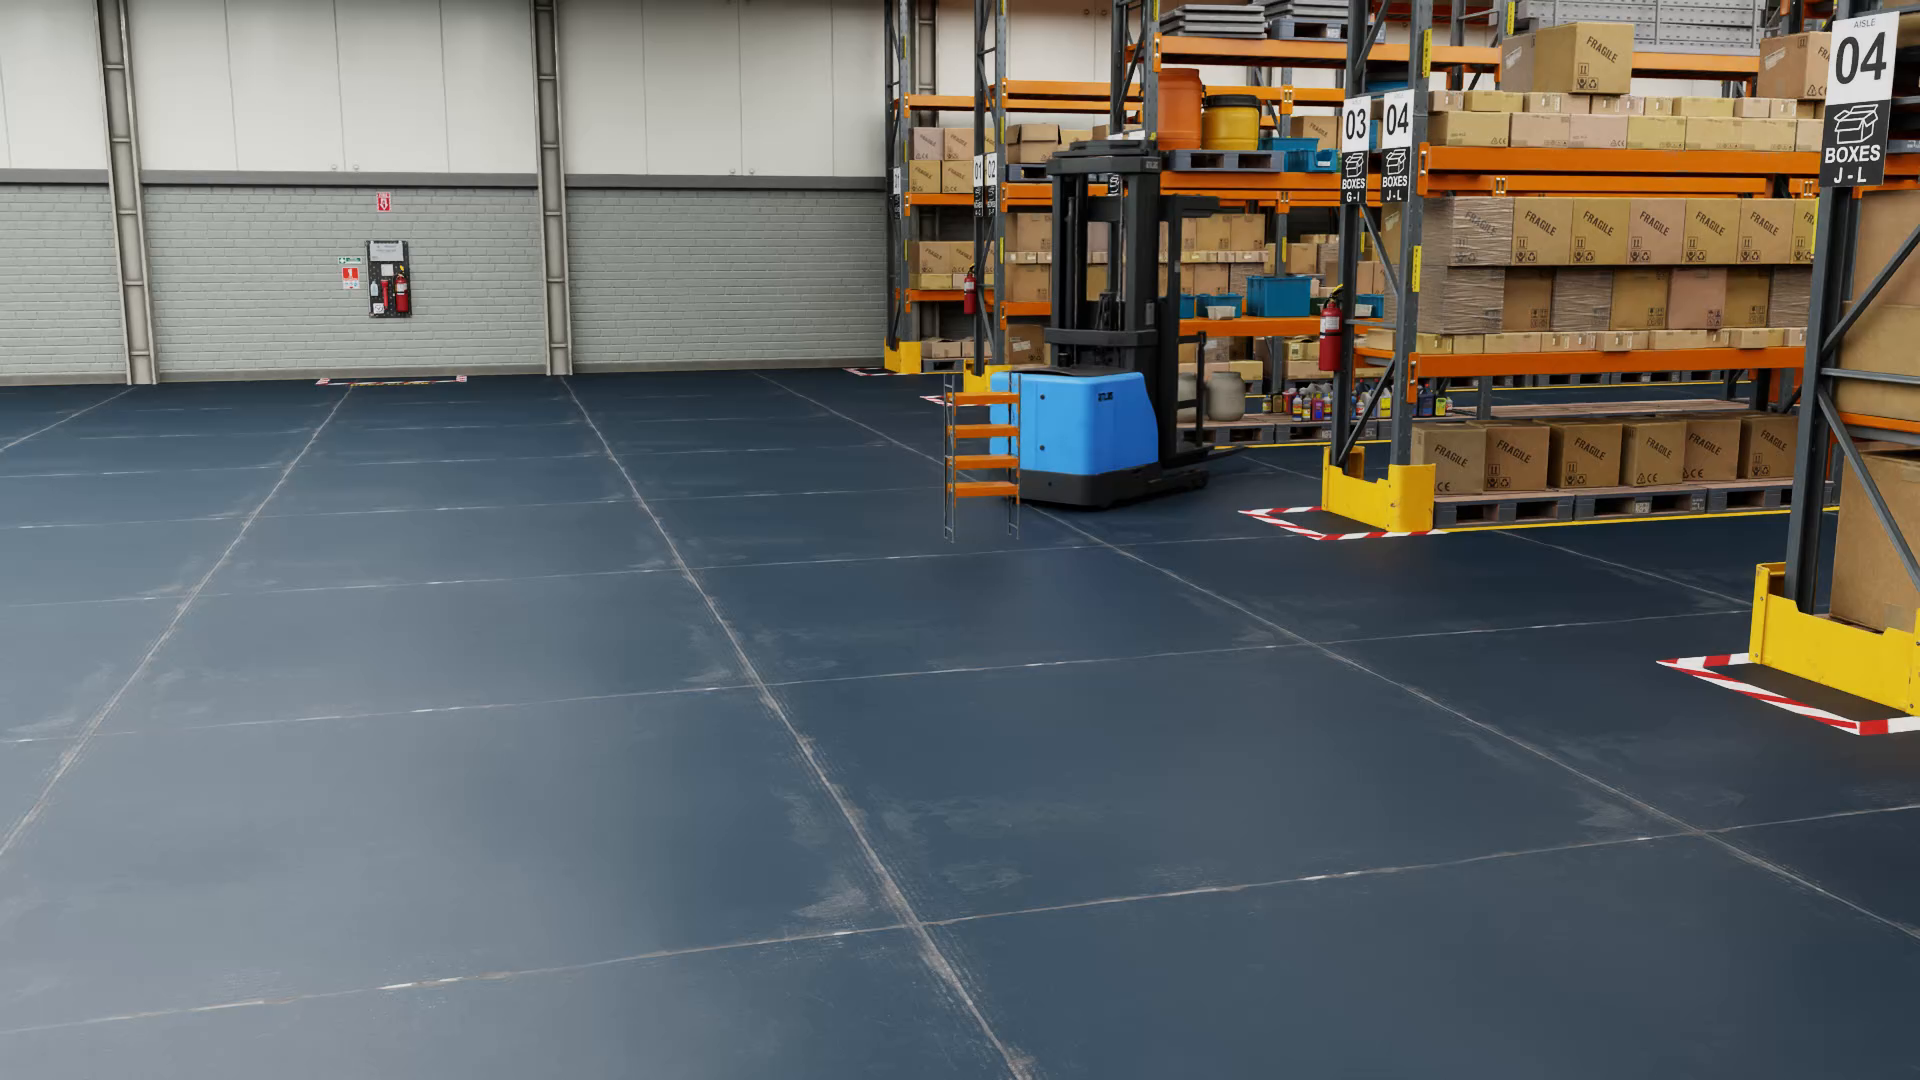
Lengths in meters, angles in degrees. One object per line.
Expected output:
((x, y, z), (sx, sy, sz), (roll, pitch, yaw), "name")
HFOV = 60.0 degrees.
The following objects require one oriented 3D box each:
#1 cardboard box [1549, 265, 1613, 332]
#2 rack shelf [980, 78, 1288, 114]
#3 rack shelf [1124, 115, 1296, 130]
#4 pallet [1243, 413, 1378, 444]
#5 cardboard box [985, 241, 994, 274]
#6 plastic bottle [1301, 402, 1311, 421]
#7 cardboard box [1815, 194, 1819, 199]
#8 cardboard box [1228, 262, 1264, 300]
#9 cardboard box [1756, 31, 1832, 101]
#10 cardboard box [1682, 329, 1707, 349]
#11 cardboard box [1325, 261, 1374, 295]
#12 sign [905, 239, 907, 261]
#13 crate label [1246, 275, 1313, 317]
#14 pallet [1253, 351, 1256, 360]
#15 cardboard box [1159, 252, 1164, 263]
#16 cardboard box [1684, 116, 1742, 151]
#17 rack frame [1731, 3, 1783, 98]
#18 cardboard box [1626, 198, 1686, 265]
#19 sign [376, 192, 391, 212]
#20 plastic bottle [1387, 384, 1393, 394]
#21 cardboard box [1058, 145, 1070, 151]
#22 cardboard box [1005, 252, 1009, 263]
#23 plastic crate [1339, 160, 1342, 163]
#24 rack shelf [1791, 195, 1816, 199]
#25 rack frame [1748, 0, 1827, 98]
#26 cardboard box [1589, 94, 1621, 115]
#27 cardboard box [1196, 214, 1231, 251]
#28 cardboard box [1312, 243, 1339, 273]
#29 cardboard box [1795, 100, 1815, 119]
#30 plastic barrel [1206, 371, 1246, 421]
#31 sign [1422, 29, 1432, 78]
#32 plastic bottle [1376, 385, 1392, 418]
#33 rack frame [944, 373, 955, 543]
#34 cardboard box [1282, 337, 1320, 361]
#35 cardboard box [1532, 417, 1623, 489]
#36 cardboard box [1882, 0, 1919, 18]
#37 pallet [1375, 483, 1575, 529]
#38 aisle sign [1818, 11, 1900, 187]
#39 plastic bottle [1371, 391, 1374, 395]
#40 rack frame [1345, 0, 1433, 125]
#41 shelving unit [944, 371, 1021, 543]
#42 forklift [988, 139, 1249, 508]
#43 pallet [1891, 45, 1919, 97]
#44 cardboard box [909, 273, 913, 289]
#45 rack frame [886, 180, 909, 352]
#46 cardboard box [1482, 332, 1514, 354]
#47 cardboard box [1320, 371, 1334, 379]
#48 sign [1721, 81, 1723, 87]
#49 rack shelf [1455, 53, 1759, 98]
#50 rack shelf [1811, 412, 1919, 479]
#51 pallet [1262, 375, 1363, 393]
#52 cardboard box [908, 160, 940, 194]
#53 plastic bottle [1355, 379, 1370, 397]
((4.625, -1.915, 13.064), (0.500, 0.500, 0.875), (-3, 11, -16), "cardboard box")
((2.305, -5.855, 22.090), (4.000, 0.370, 1.077), (-3, 11, -16), "rack shelf")
((4.758, -6.919, 27.866), (4.000, 0.370, 1.077), (-3, 11, -16), "rack shelf")
((3.777, -1.235, 18.172), (1.213, 0.211, 1.003), (-3, 11, -16), "pallet")
((0.515, -4.540, 26.713), (0.500, 0.500, 0.500), (-3, 11, -18), "cardboard box")
((3.693, -1.376, 17.750), (0.097, 0.201, 0.097), (0, 10, 0), "plastic bottle")
((7.793, -2.352, 13.720), (1.000, 1.000, 1.000), (-3, 11, -16), "cardboard box")
((3.801, -3.582, 22.945), (0.500, 0.500, 0.700), (-3, 11, -17), "cardboard box")
((6.630, -3.684, 13.009), (0.500, 0.500, 0.500), (-3, 11, -18), "cardboard box")
((5.653, -1.594, 13.116), (0.250, 0.149, 0.380), (-3, 11, -16), "cardboard box")
((5.474, -3.669, 23.413), (0.500, 0.500, 0.500), (-2, 11, -12), "cardboard box")
((-0.851, -4.547, 26.068), (0.005, 0.325, 0.100), (-3, 11, -16), "sign")
((3.458, -2.651, 18.062), (0.616, 0.435, 0.502), (-3, 11, -16), "crate label")
((4.758, -3.148, 28.565), (1.213, 0.211, 1.003), (-3, 11, -16), "pallet")
((2.551, -3.796, 22.314), (0.250, 0.149, 0.380), (-3, 11, -14), "cardboard box")
((5.634, -3.116, 12.818), (0.500, 0.250, 0.500), (-3, 11, -16), "cardboard box")
((11.907, -6.912, 24.738), (0.127, 3.000, 1.000), (-3, 11, -16), "rack frame")
((5.195, -2.376, 12.807), (0.500, 0.500, 0.500), (-3, 11, -16), "cardboard box")
((-8.752, -5.136, 25.257), (0.199, 0.298, 0.001), (-3, 11, -16), "sign")
((4.756, -1.615, 18.637), (0.185, 0.351, 0.144), (-3, 11, -16), "plastic bottle")
((1.417, -5.135, 22.239), (0.500, 0.250, 0.500), (-3, 11, -16), "cardboard box")
((0.699, -3.775, 22.199), (0.250, 0.149, 0.380), (-3, 11, -17), "cardboard box")
((4.179, -3.890, 17.333), (0.396, 0.136, 0.243), (-3, 11, -16), "plastic crate")
((13.827, -5.184, 25.624), (4.000, 0.370, 1.077), (-3, 11, -16), "rack shelf")
((9.447, -5.848, 18.960), (0.127, 3.000, 1.000), (-3, 11, -16), "rack frame")
((4.738, -3.263, 12.516), (0.250, 0.149, 0.380), (-4, 11, -19), "cardboard box")
((3.317, -4.195, 22.687), (0.500, 0.500, 0.700), (-3, 11, -16), "cardboard box")
((6.230, -4.860, 28.670), (0.500, 0.500, 0.700), (-4, 11, -23), "cardboard box")
((6.478, -3.368, 13.083), (0.250, 0.149, 0.380), (-3, 11, -15), "cardboard box")
((2.858, -1.548, 17.882), (0.421, 0.512, 0.421), (0, 10, 0), "plastic barrel")
((3.302, -3.443, 11.764), (0.005, 0.325, 0.100), (-3, 11, -16), "sign")
((4.575, -1.500, 18.013), (0.185, 0.351, 0.144), (-3, 11, -16), "plastic bottle")
((-0.075, -0.586, 11.916), (0.015, 1.200, 0.240), (-3, 11, -16), "rack frame")
((4.692, -2.664, 23.120), (0.500, 0.311, 0.500), (-3, 11, -16), "cardboard box")
((4.925, -0.703, 13.322), (0.500, 0.500, 0.500), (-2, 11, -11), "cardboard box")
((4.832, -2.642, 7.982), (0.500, 0.250, 0.500), (-3, 11, -15), "cardboard box")
((4.013, -0.299, 13.090), (1.213, 0.211, 1.003), (-3, 11, -16), "pallet")
((4.288, -2.092, 7.944), (0.004, 0.787, 0.394), (-3, 11, -16), "aisle sign")
((4.521, -1.484, 18.109), (0.133, 0.283, 0.061), (-3, 11, -16), "plastic bottle")
((3.150, -4.582, 12.084), (0.127, 3.000, 1.000), (-3, 11, -16), "rack frame")
((0.159, -0.598, 11.983), (0.503, 1.200, 0.258), (-3, 11, -16), "shelving unit")
((1.520, -1.911, 14.331), (1.130, 2.935, 3.031), (8, 13, 36), "forklift")
((5.149, -2.236, 7.866), (1.213, 0.211, 1.003), (-3, 11, -16), "pallet")
((-0.608, -4.209, 26.982), (0.500, 0.250, 0.500), (-3, 11, -15), "cardboard box")
((-1.003, -4.215, 26.659), (0.127, 3.000, 1.000), (-3, 11, -16), "rack frame")
((3.980, -1.501, 12.608), (0.250, 0.149, 0.380), (-3, 11, -16), "cardboard box")
((5.173, -2.414, 23.309), (0.500, 0.250, 0.500), (-3, 11, -15), "cardboard box")
((14.210, -8.609, 30.941), (0.005, 0.325, 0.100), (-3, 11, -16), "sign")
((7.527, -5.197, 18.511), (4.000, 0.370, 1.077), (-3, 11, -16), "rack shelf")
((6.360, -0.512, 8.530), (4.000, 0.370, 1.077), (-3, 11, -16), "rack shelf")
((4.922, -2.229, 23.574), (1.213, 0.211, 1.003), (-3, 11, -16), "pallet")
((-0.612, -5.723, 26.232), (0.500, 0.500, 0.500), (-3, 11, -14), "cardboard box")
((4.534, -1.631, 18.721), (0.185, 0.351, 0.144), (-4, 11, -18), "plastic bottle")
